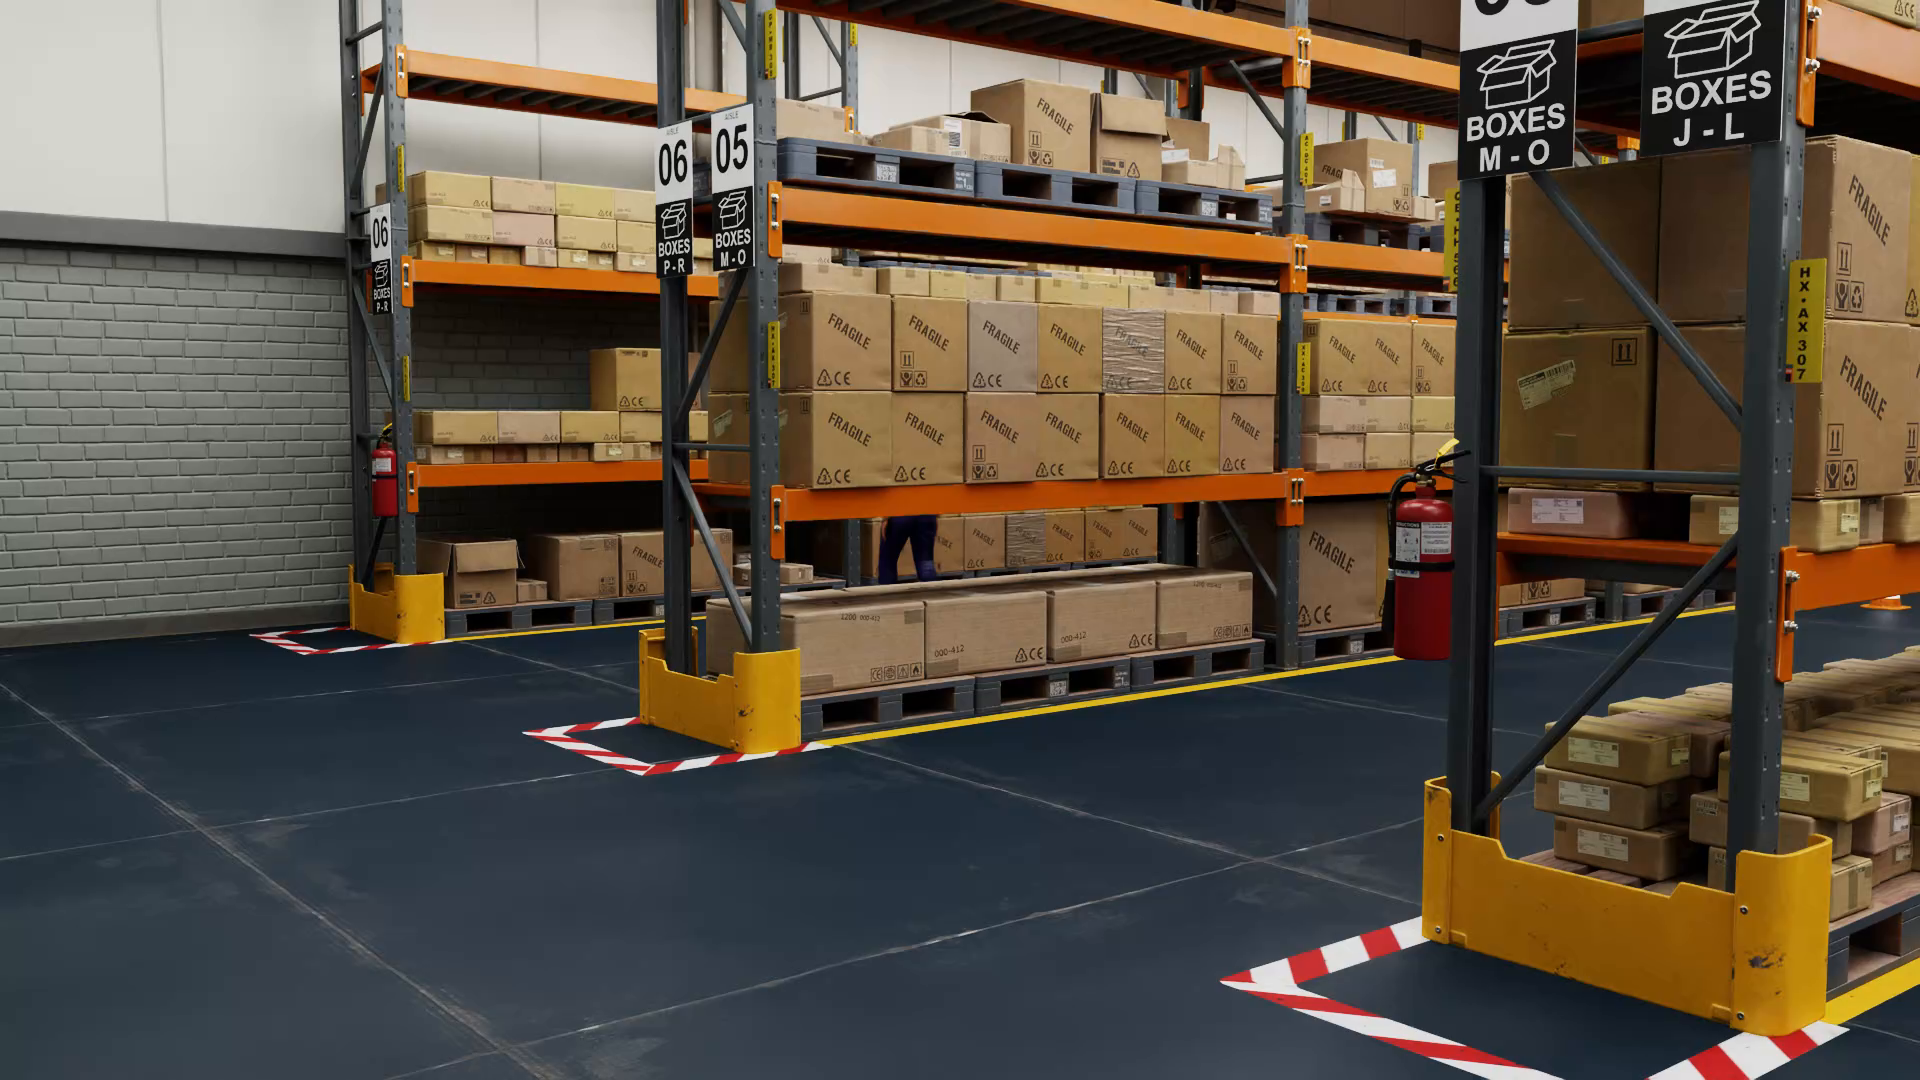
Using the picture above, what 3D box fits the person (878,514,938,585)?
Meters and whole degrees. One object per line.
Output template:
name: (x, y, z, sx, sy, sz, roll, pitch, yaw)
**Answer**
person: (-0.440, -0.160, 13.346, 0.518, 1.615, 0.730, -2, 5, -26)
